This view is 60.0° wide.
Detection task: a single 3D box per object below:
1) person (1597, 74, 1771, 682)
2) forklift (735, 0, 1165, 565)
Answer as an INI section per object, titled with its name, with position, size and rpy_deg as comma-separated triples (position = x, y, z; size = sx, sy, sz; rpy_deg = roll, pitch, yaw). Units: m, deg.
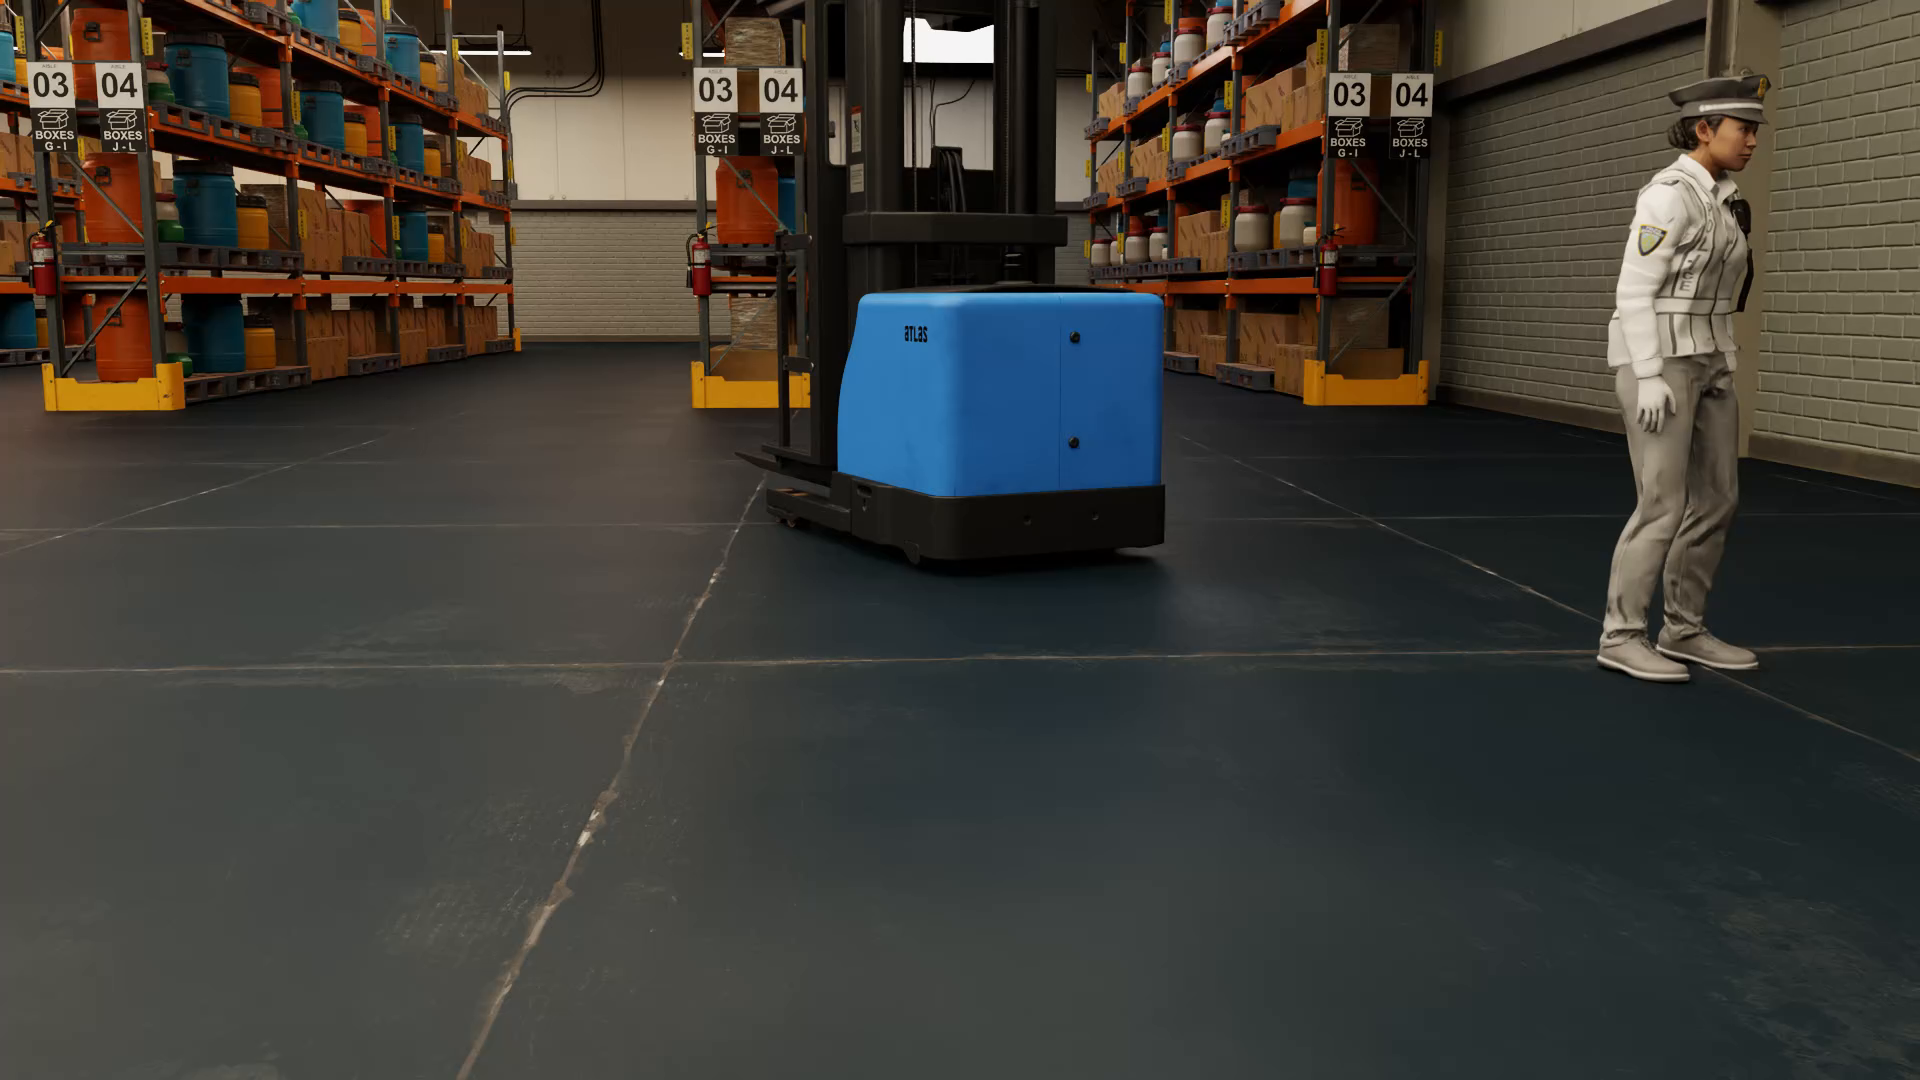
[person]
position = 2.057, -0.450, 4.716
size = 0.534, 1.667, 0.380
rpy_deg = -7, 11, -38
[forklift]
position = -0.264, -1.530, 7.637
size = 1.130, 2.935, 3.031
rpy_deg = -4, 9, -25
